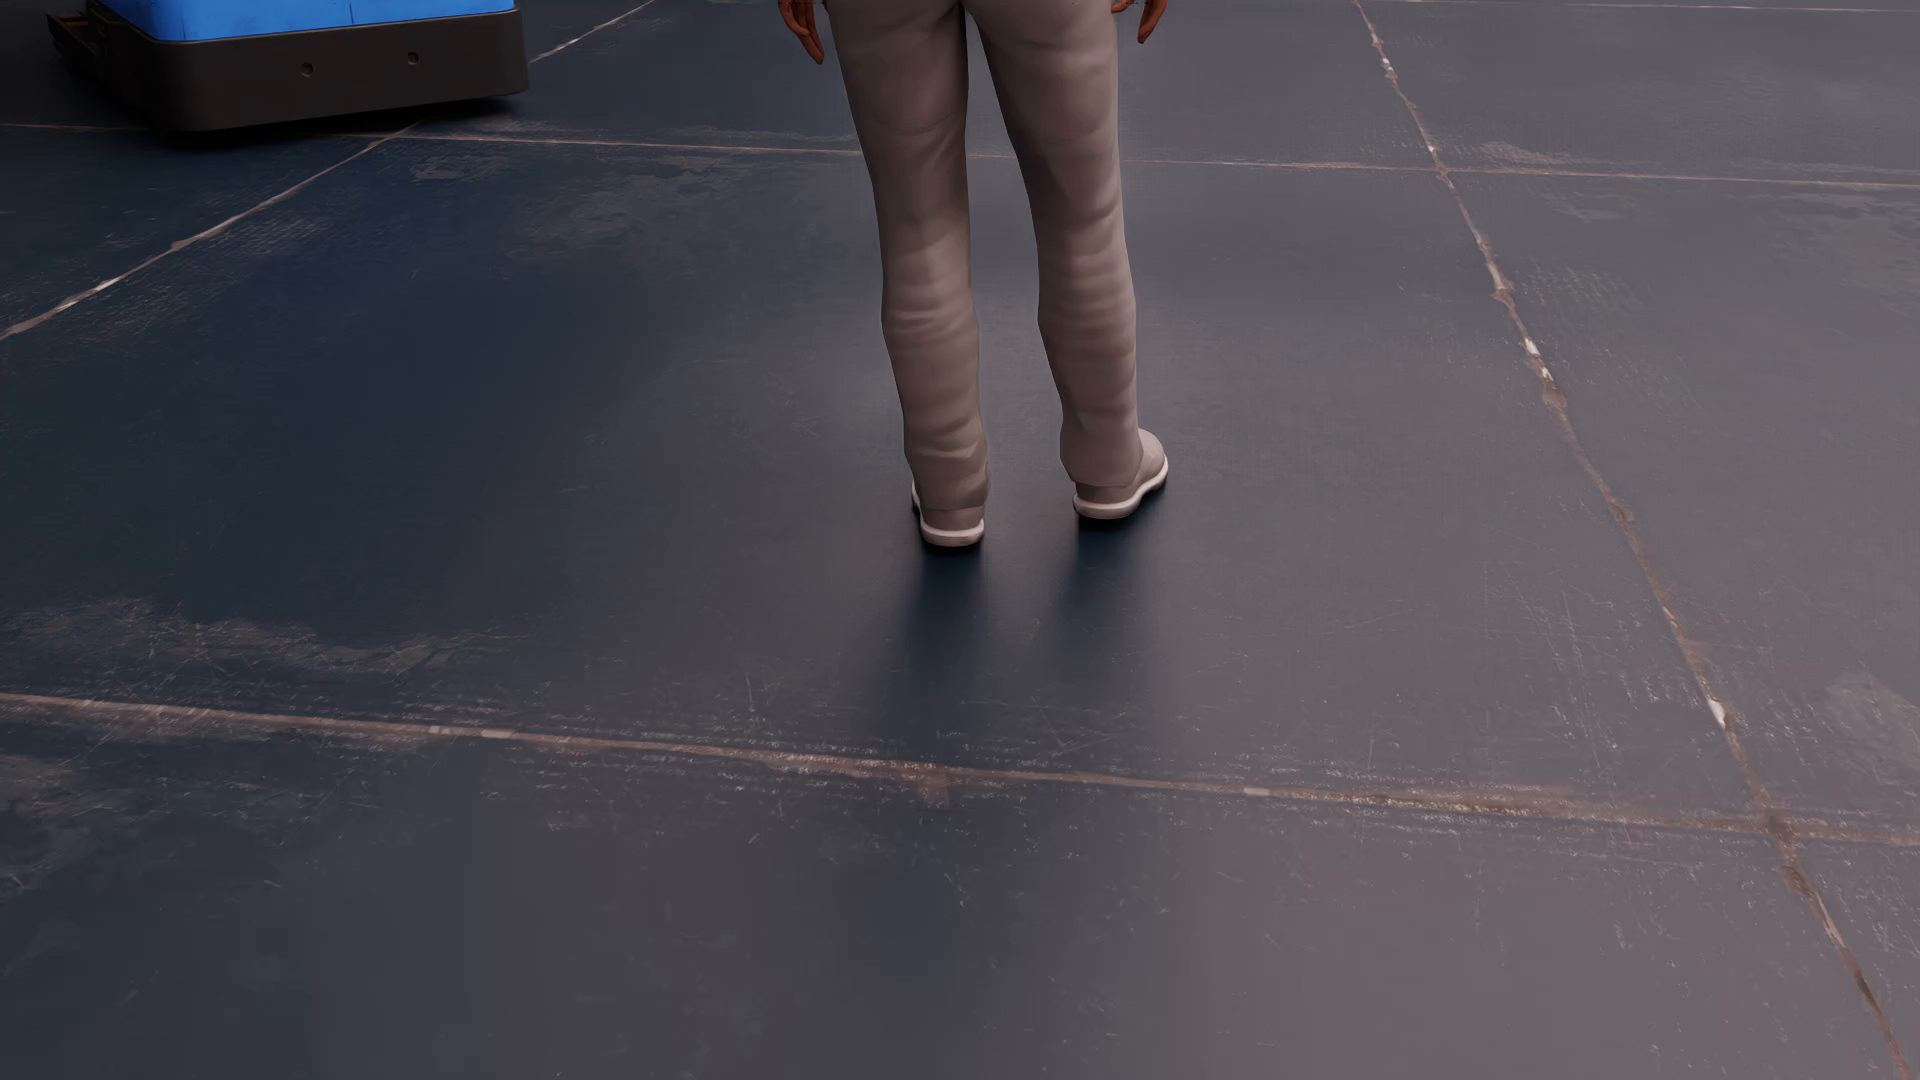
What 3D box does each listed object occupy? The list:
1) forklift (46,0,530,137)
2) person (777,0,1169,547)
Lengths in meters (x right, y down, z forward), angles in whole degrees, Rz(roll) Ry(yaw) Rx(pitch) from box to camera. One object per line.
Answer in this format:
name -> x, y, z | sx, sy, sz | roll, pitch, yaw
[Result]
forklift -> -2.577, -3.048, 5.328 | 1.130, 2.935, 3.031 | -17, 31, -30
person -> 0.029, -0.797, 2.183 | 0.570, 1.697, 0.528 | 3, 27, 7
